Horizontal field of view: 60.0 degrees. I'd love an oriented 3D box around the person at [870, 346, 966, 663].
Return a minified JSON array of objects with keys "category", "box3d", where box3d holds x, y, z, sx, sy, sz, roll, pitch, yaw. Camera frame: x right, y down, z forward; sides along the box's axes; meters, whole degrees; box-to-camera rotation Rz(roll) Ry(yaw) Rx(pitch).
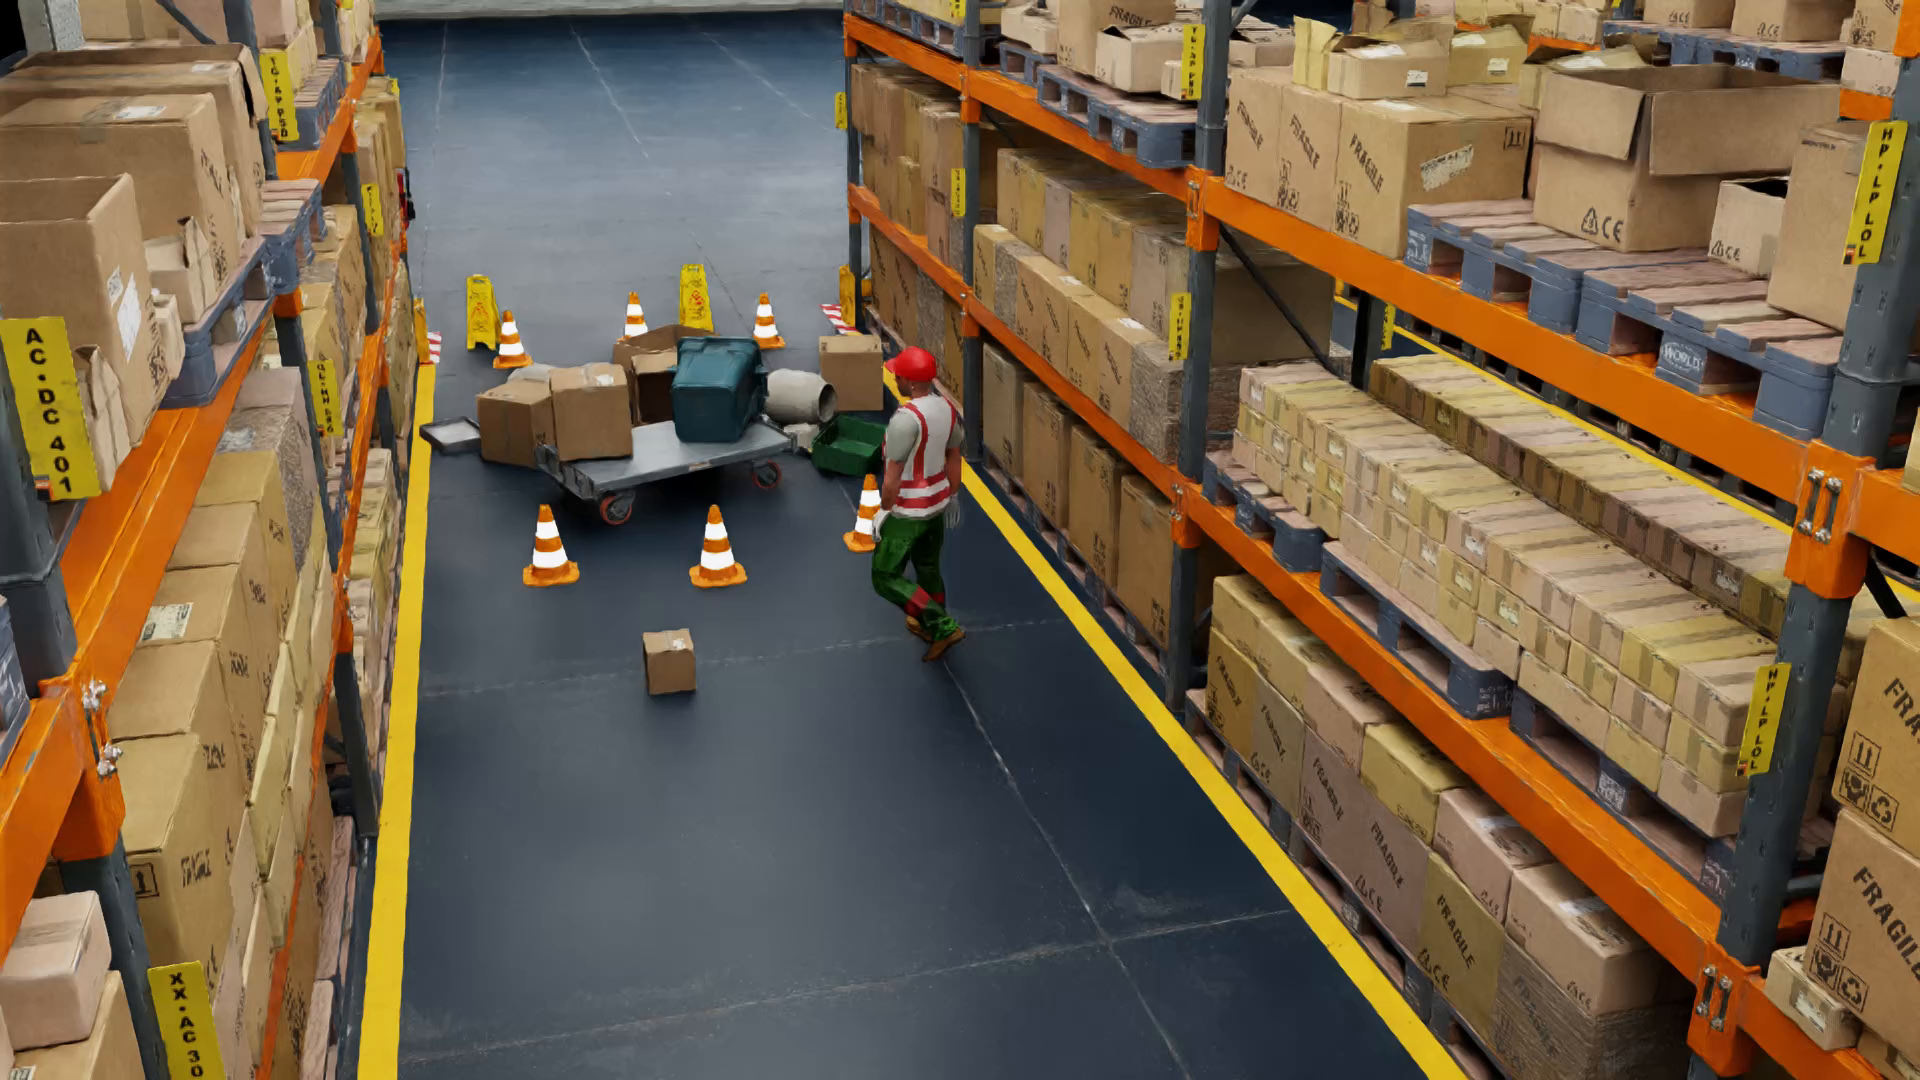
[{"category":"person","box3d":[-0.180,-0.177,8.943,0.633,1.782,0.649,13,26,28]}]
